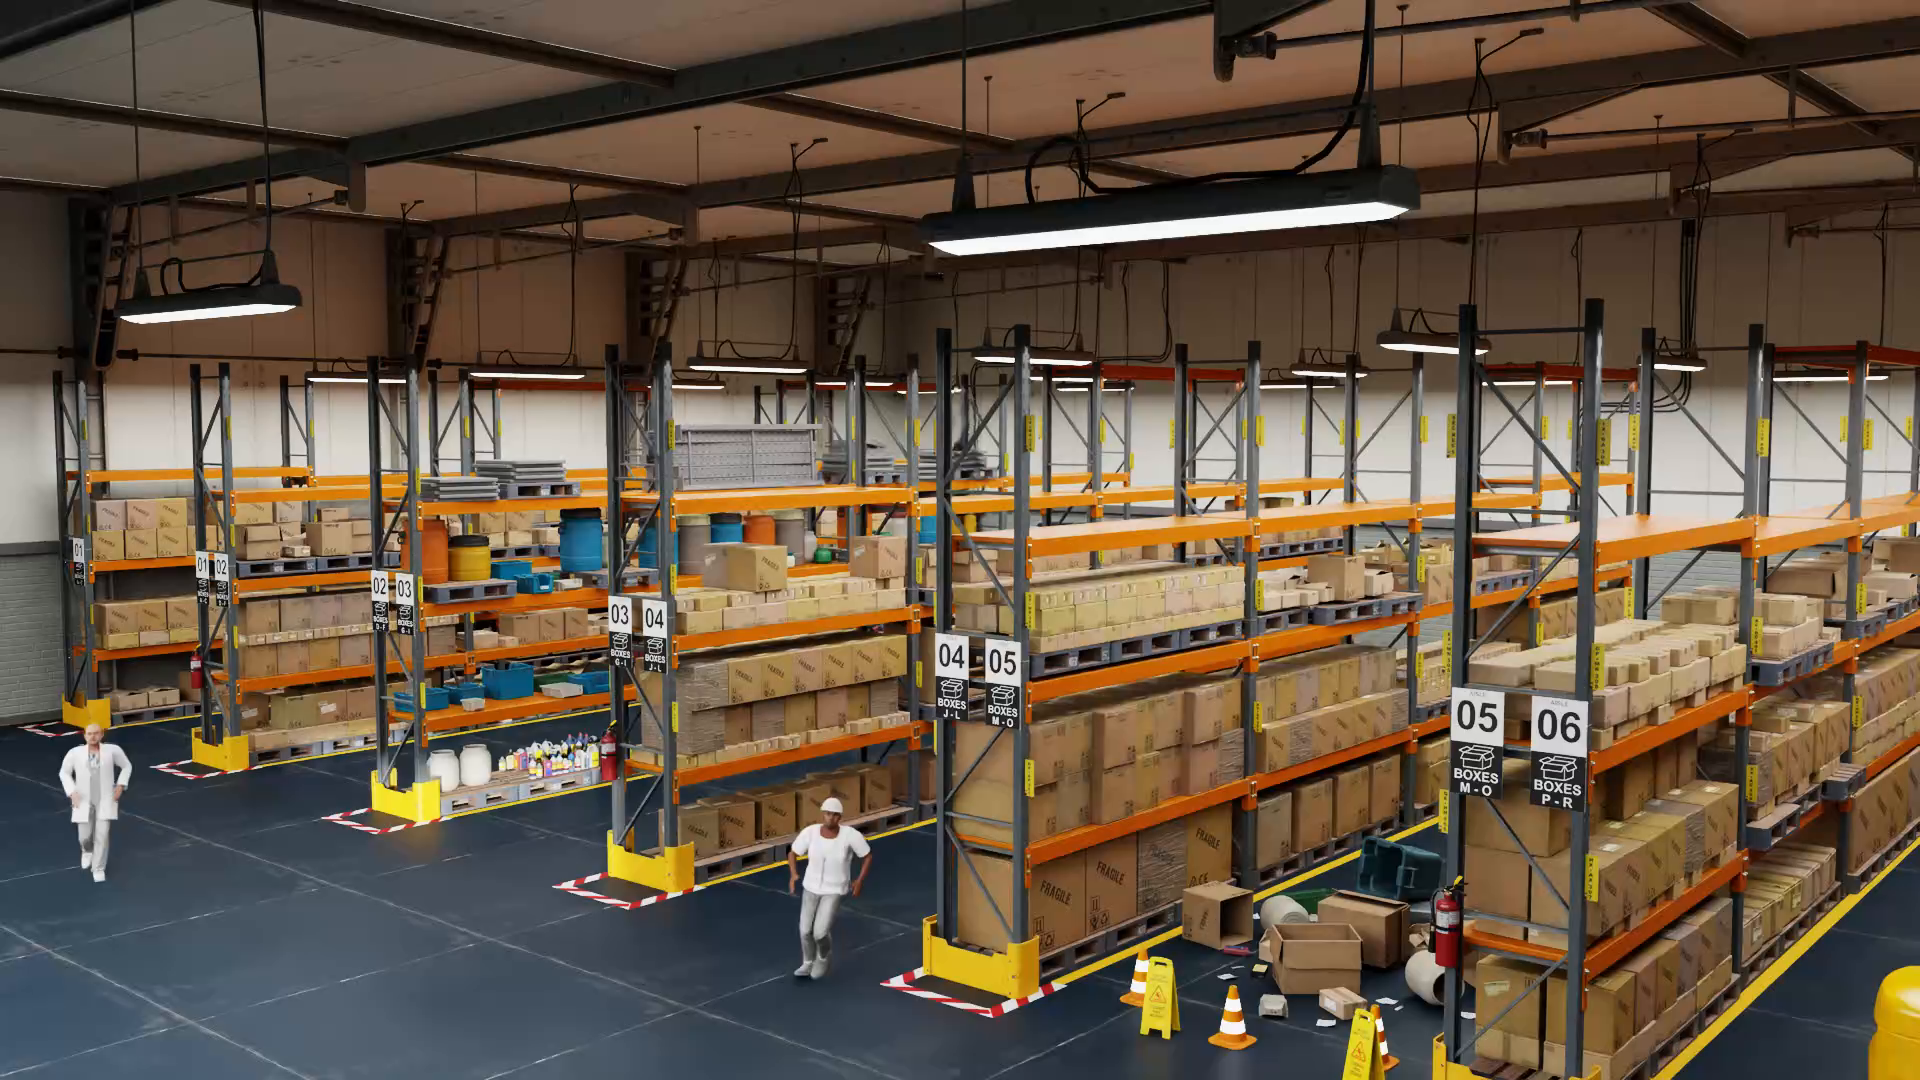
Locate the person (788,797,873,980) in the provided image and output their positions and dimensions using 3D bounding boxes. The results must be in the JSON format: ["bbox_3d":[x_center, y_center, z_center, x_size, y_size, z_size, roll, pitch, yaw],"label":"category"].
[{"bbox_3d":[-1.233,3.202,15.232,0.766,1.700,0.575,1,4,15],"label":"person"}]

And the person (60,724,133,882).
[{"bbox_3d":[-9.767,2.971,18.831,0.736,1.692,0.683,-2,5,-26],"label":"person"}]

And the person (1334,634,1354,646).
[{"bbox_3d":[6.362,2.332,27.374,0.712,1.734,0.636,2,5,30],"label":"person"}]
